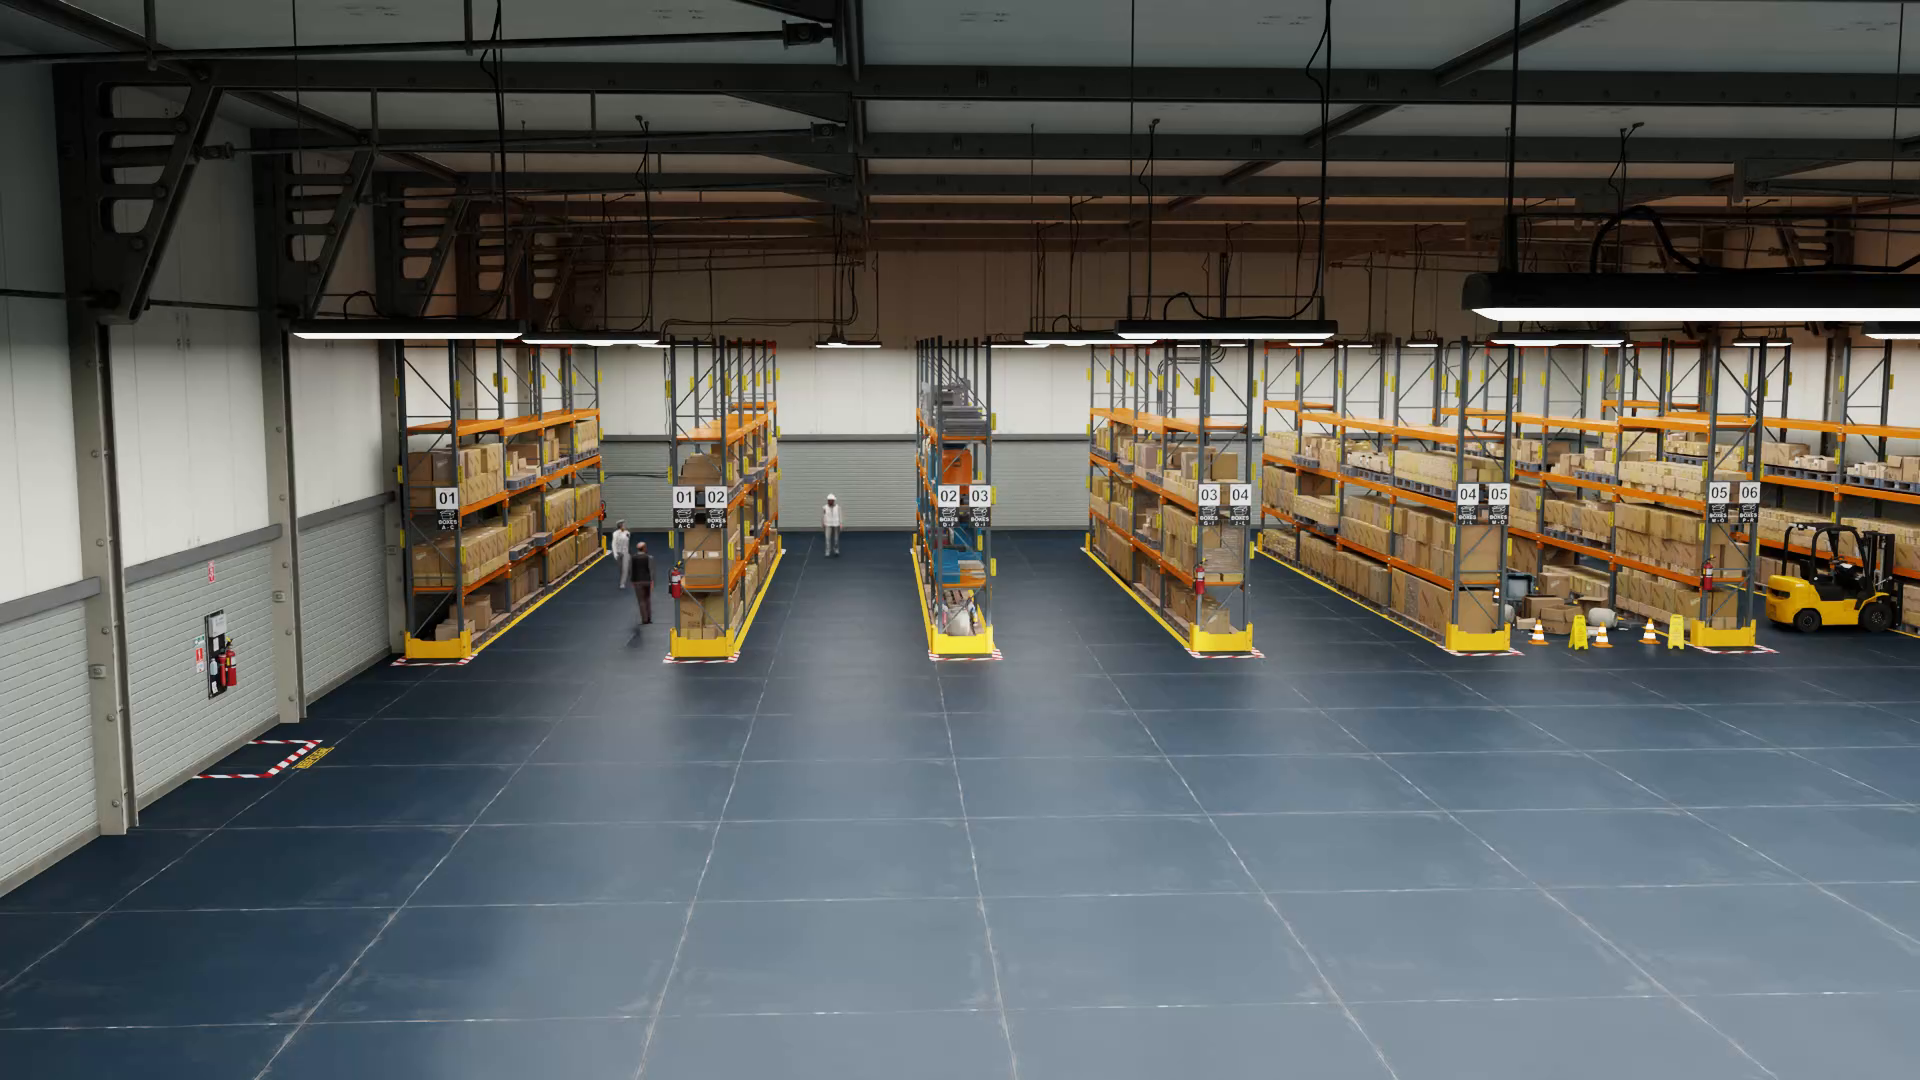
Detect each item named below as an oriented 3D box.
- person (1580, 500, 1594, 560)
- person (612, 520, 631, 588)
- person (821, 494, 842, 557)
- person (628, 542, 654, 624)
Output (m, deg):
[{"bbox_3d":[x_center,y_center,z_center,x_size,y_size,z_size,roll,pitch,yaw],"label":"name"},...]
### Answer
[{"bbox_3d":[17.235,-0.252,45.633,0.478,1.696,0.500,3,7,27],"label":"person"},{"bbox_3d":[-8.212,0.322,40.374,0.432,1.634,0.948,0,6,1],"label":"person"},{"bbox_3d":[-3.577,-0.411,46.371,0.608,1.728,1.024,0,6,2],"label":"person"},{"bbox_3d":[-6.662,0.938,34.869,0.523,1.793,0.557,-5,8,-37],"label":"person"}]
